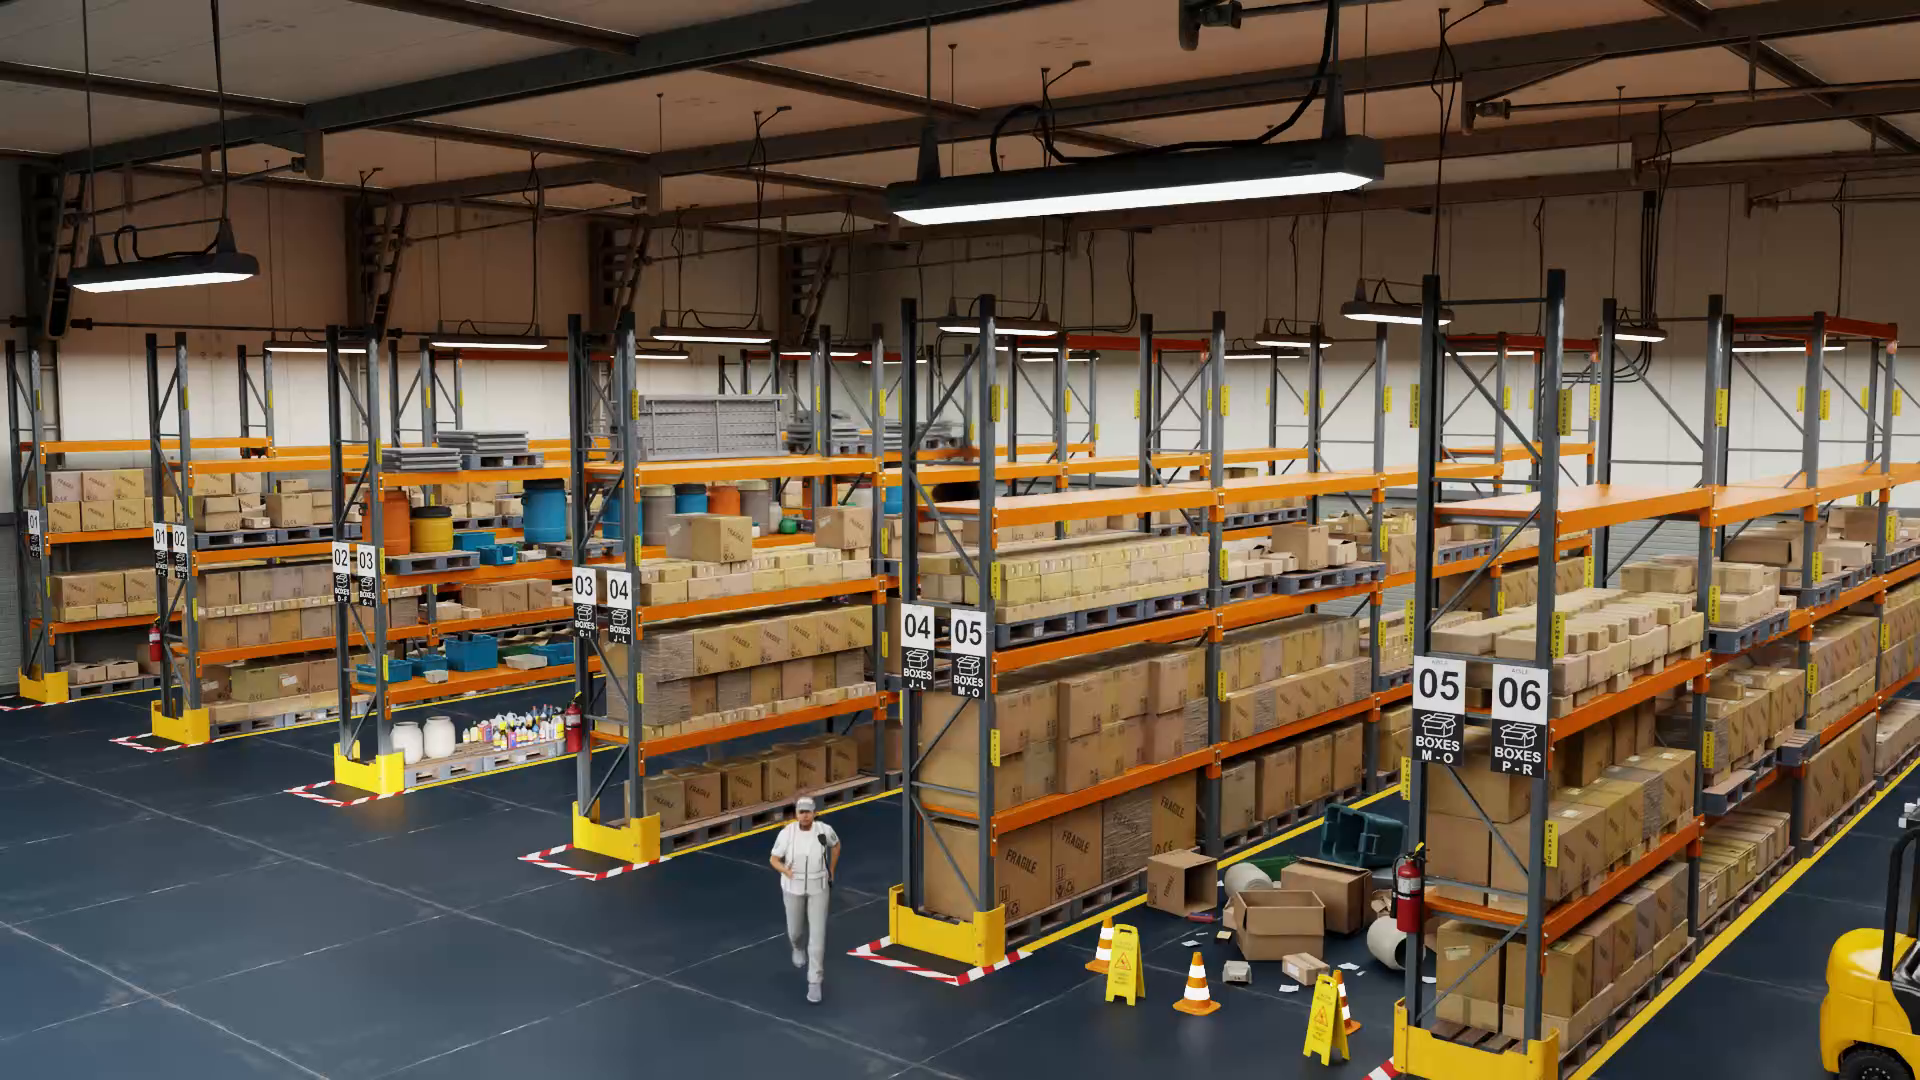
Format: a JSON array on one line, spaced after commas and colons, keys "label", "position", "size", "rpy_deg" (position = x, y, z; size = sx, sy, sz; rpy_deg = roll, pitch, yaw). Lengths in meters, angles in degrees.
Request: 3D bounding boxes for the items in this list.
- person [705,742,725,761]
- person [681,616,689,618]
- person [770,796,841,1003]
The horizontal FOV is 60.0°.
[{"label": "person", "position": [-3.347, 2.315, 22.354], "size": [0.592, 1.734, 0.684], "rpy_deg": [3, 6, 30]}, {"label": "person", "position": [-4.644, 1.667, 28.999], "size": [0.677, 1.821, 0.820], "rpy_deg": [2, 6, 25]}, {"label": "person", "position": [-1.330, 3.032, 14.364], "size": [0.615, 1.665, 0.939], "rpy_deg": [0, 5, -5]}]
